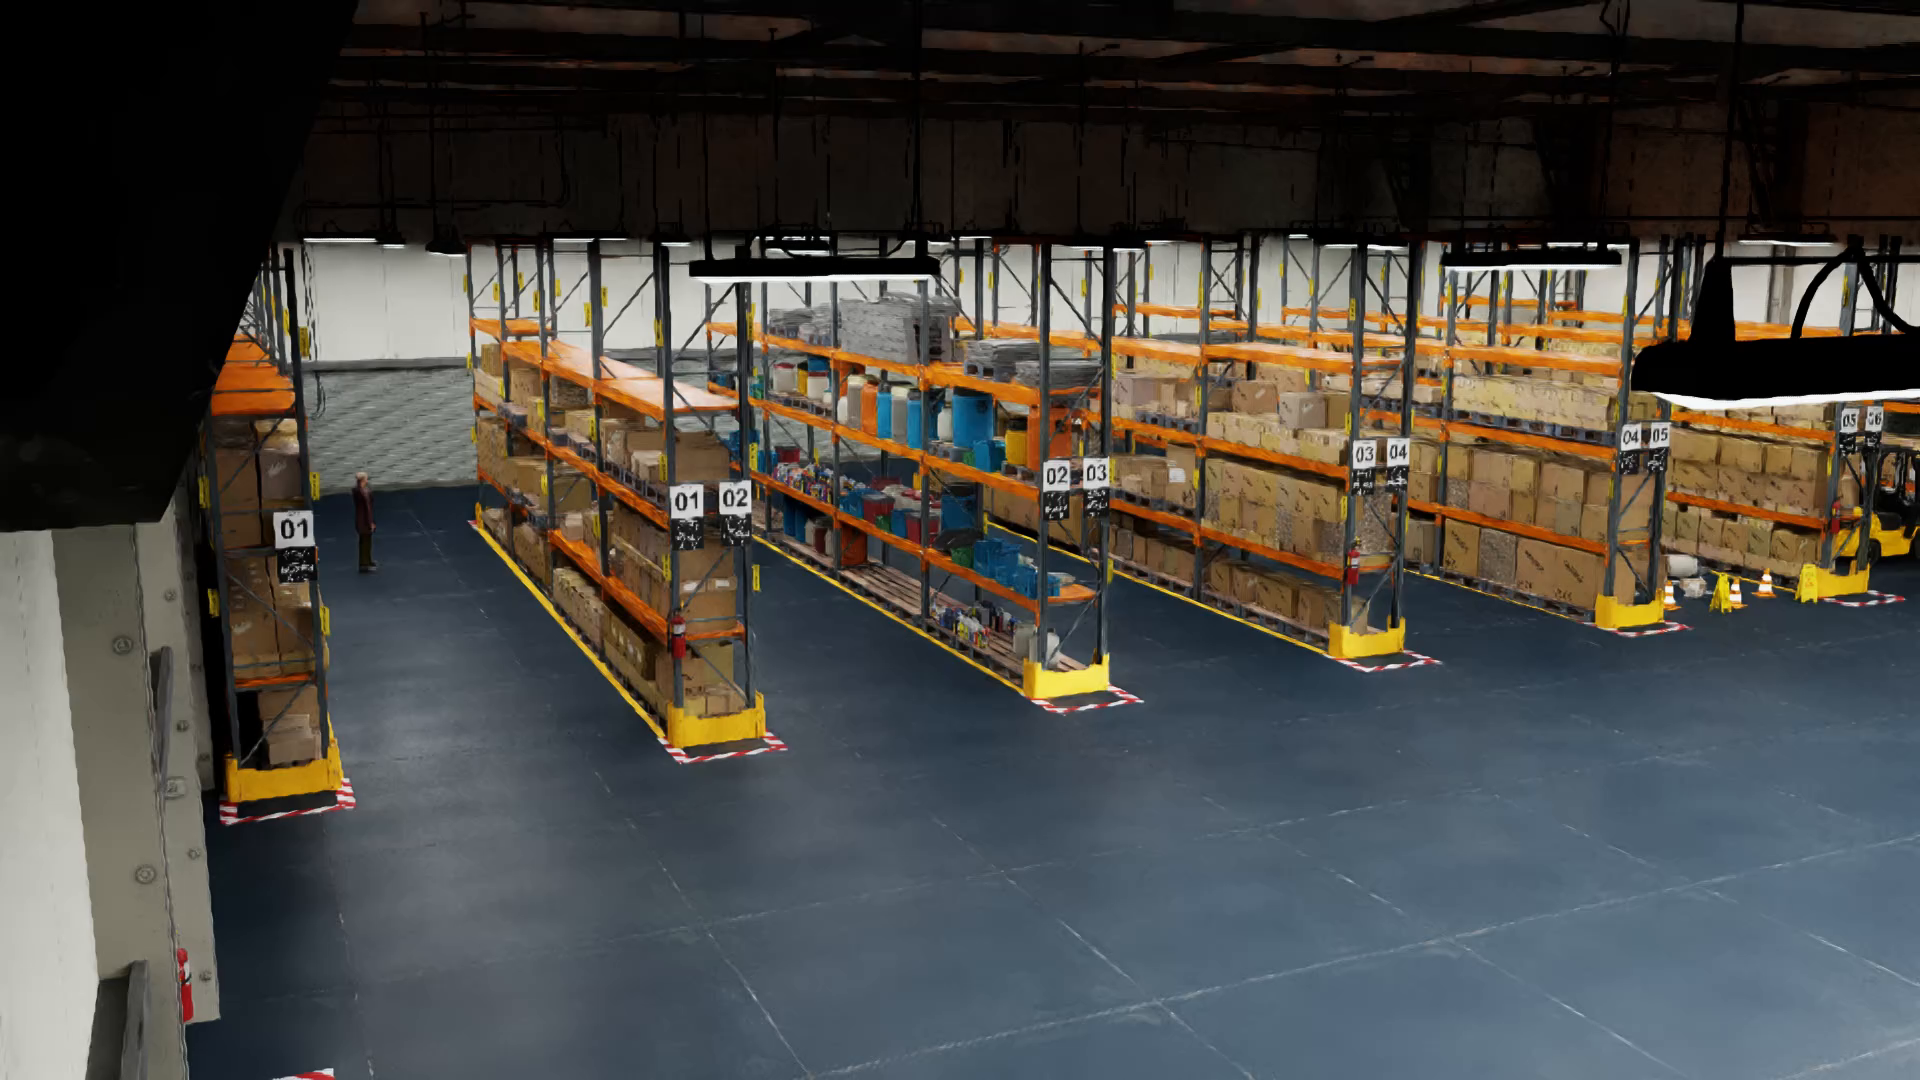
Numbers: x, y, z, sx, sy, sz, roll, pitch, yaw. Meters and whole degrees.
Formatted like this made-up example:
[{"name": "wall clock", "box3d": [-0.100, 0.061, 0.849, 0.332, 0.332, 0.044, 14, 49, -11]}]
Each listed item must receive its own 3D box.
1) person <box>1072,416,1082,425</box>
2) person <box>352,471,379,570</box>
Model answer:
[{"name": "person", "box3d": [2.850, -2.443, 41.453, 0.494, 1.615, 0.917, 1, 11, 4]}, {"name": "person", "box3d": [-10.801, -0.370, 30.249, 0.447, 1.779, 0.664, -9, 14, -39]}]
